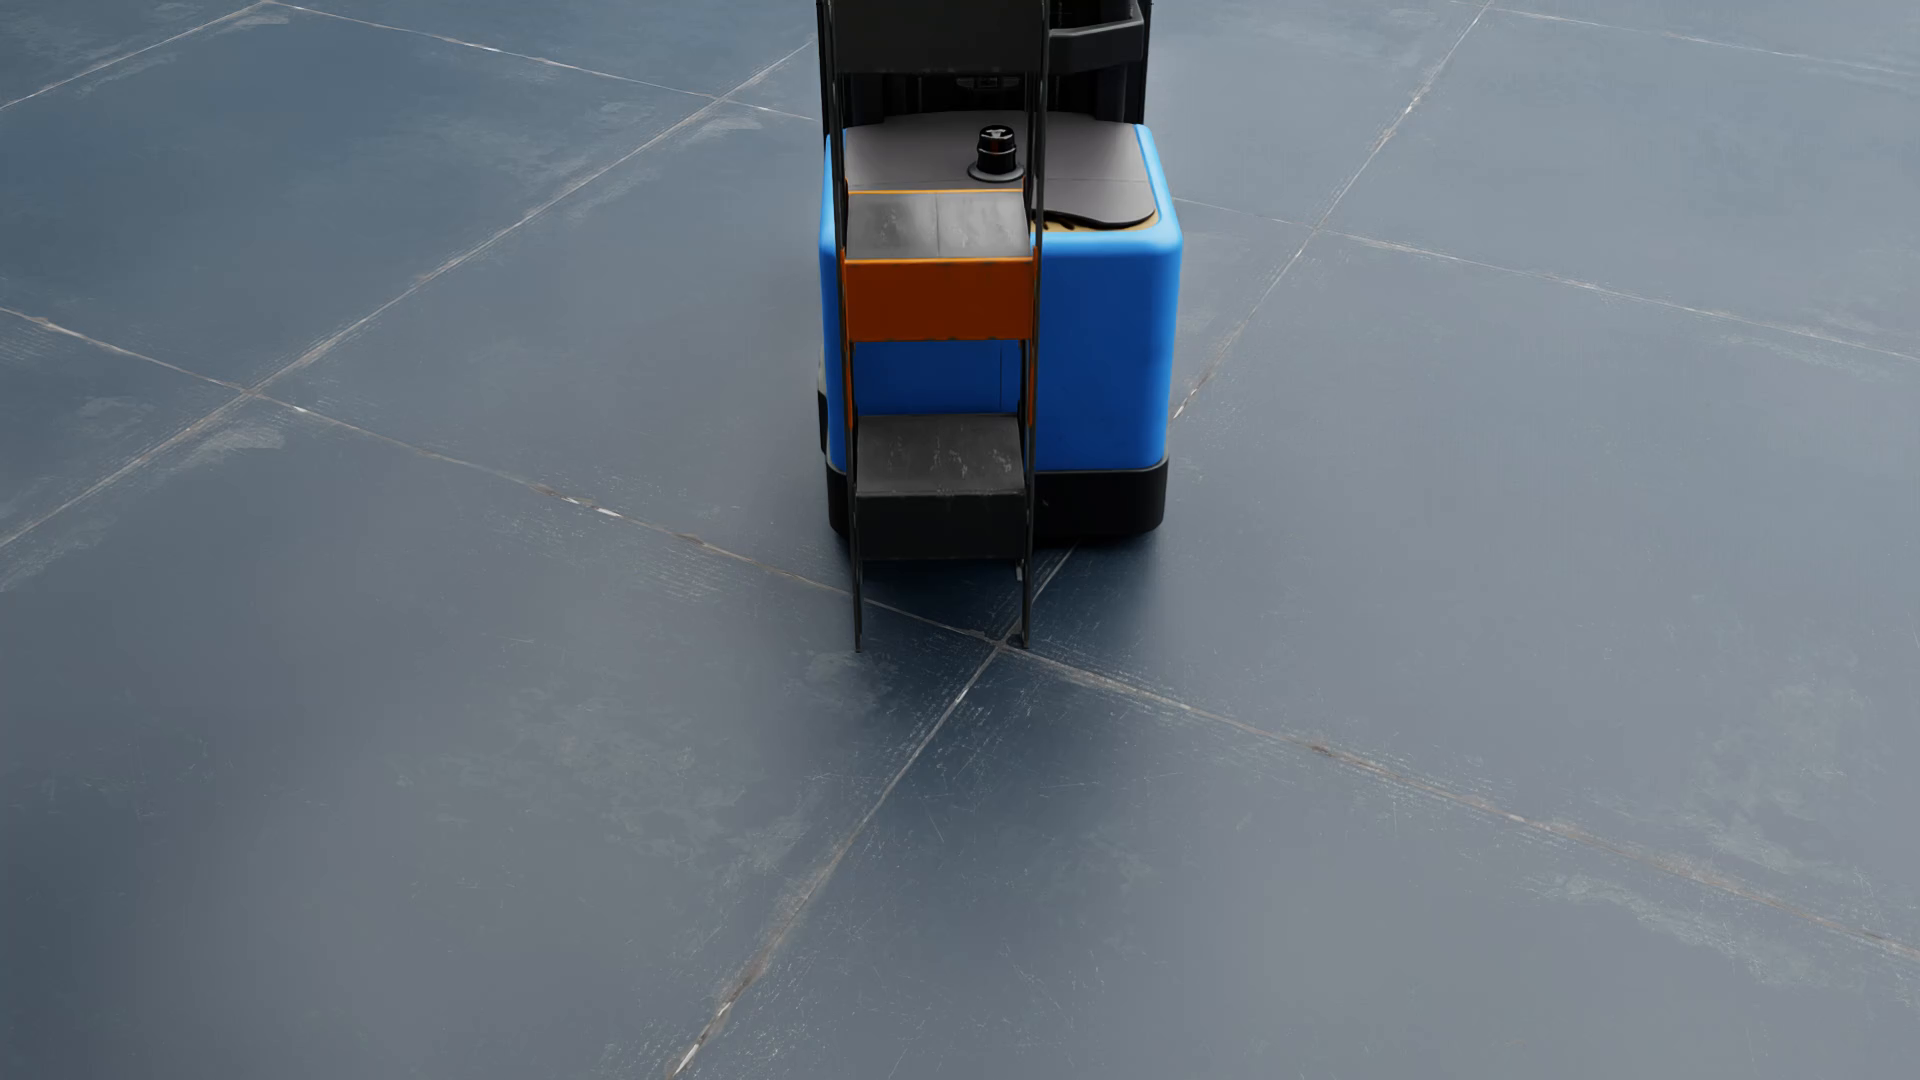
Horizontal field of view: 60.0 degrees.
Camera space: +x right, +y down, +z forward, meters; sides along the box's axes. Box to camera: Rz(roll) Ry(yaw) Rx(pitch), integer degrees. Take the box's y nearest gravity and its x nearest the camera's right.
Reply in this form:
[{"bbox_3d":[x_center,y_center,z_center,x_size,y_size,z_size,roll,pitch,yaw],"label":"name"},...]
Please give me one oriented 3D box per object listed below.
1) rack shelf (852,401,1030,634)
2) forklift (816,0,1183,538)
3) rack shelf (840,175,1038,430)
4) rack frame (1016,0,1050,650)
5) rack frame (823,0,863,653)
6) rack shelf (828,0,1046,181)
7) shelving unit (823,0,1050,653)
[{"bbox_3d":[-0.058,-0.066,4.780,0.480,0.518,0.431,-1,37,-2],"label":"rack shelf"},{"bbox_3d":[0.069,-2.033,5.504,1.130,2.935,3.031,-1,37,-2],"label":"forklift"},{"bbox_3d":[-0.058,-0.623,4.357,0.480,0.518,0.431,-1,37,-2],"label":"rack shelf"},{"bbox_3d":[0.186,-0.639,4.355,0.015,2.100,0.400,-1,37,-2],"label":"rack frame"},{"bbox_3d":[-0.301,-0.629,4.342,0.015,2.100,0.400,-1,37,-2],"label":"rack frame"},{"bbox_3d":[-0.058,-1.181,3.934,0.480,0.518,0.431,-1,37,-2],"label":"rack shelf"},{"bbox_3d":[-0.058,-0.634,4.349,0.503,2.100,0.431,-1,37,-2],"label":"shelving unit"}]
